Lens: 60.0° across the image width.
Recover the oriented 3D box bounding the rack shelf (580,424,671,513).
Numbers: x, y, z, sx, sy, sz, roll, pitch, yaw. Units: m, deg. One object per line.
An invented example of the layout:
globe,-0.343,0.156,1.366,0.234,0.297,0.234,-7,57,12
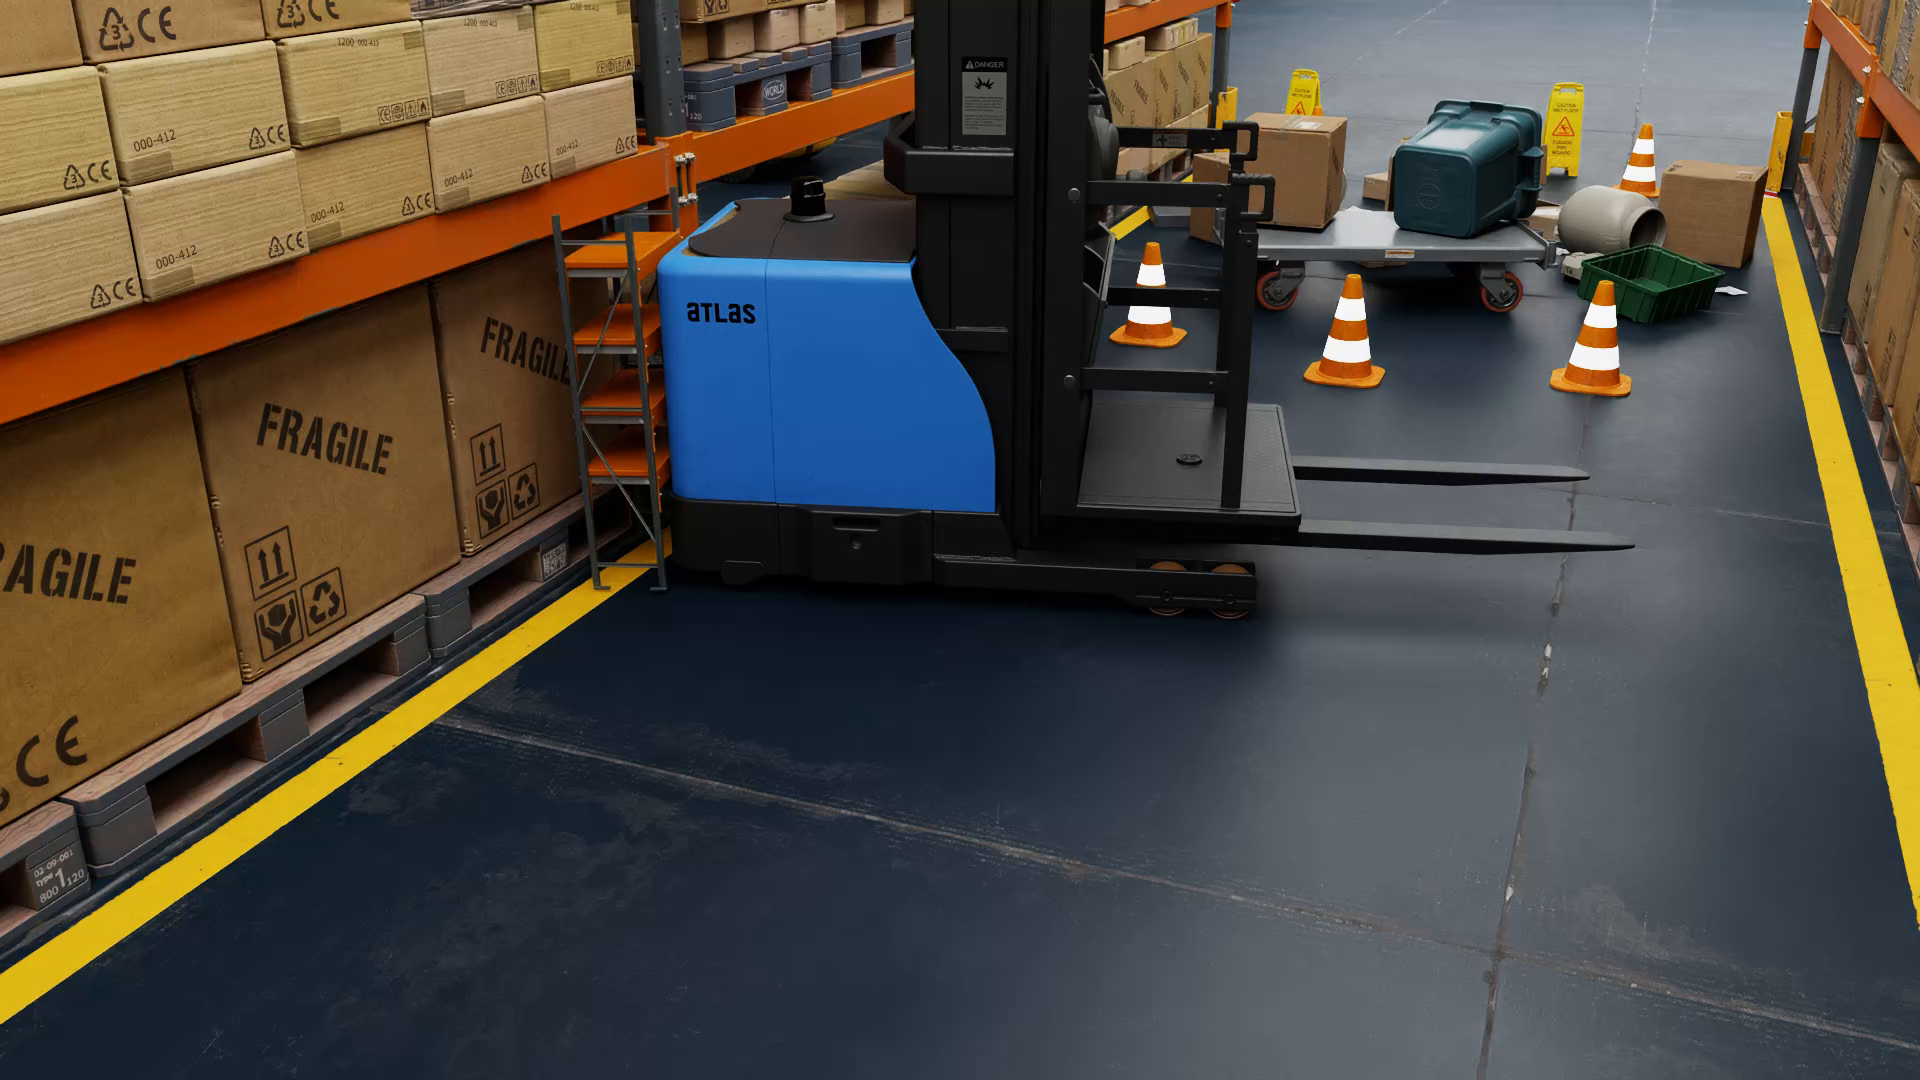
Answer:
rack shelf,-1.038,-0.242,5.442,0.258,0.148,0.480,1,22,7

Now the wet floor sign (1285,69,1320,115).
wet floor sign,2.630,-3.278,12.761,0.267,0.644,0.232,19,29,38

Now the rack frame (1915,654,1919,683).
rack frame,3.228,-0.914,4.047,1.000,3.000,0.127,9,24,20

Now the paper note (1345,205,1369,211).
paper note,2.608,-2.169,10.917,0.148,0.019,0.142,19,29,38

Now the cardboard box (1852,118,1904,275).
cardboard box,5.012,-1.774,8.317,0.875,0.875,0.875,9,24,21

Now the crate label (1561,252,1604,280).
crate label,3.474,-1.493,9.148,0.298,0.136,0.250,-7,24,-17

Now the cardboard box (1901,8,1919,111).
cardboard box,3.893,-1.883,6.236,0.500,0.500,0.500,9,24,20

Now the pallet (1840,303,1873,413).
pallet,4.497,-0.772,7.325,1.003,0.211,1.213,9,24,20

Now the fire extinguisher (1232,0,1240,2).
fire extinguisher,2.036,-4.389,12.466,0.296,0.674,0.183,9,24,20

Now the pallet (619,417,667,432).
pallet,-1.114,-0.580,6.864,1.003,0.211,1.213,9,24,20

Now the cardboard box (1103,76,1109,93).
cardboard box,0.550,-2.462,9.801,0.500,0.500,0.500,10,25,23

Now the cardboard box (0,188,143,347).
cardboard box,-2.087,-0.572,3.423,0.500,0.250,0.500,9,24,20

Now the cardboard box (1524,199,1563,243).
cardboard box,3.642,-1.963,10.105,0.396,0.266,0.258,13,26,29

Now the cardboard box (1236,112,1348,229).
cardboard box,1.744,-1.970,8.835,0.500,0.500,0.500,9,24,20

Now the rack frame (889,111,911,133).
rack frame,0.080,-3.018,9.084,1.000,3.000,0.127,9,24,20

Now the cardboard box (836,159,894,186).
cardboard box,-0.112,-1.811,9.059,0.950,0.372,0.625,9,24,21

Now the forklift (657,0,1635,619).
forklift,0.619,-1.324,5.117,3.031,2.935,1.130,3,23,6

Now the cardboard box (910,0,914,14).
cardboard box,-0.247,-2.509,7.647,0.380,0.149,0.250,9,24,20

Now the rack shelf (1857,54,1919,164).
rack shelf,3.971,-1.298,5.899,1.077,0.370,4.000,9,24,20

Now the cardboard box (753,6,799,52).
cardboard box,-0.832,-1.942,6.289,0.380,0.149,0.250,7,24,17

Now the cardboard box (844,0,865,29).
cardboard box,-0.625,-2.242,7.006,0.380,0.149,0.250,10,25,22

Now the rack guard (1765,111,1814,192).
rack guard,6.208,-2.632,11.403,1.175,0.500,0.348,9,24,20

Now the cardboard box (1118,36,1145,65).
cardboard box,0.939,-3.078,10.436,0.380,0.149,0.250,10,25,23

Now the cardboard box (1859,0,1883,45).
cardboard box,5.023,-2.749,8.244,0.875,0.550,0.550,9,24,20

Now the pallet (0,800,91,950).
pallet,-2.675,0.844,3.455,1.003,0.211,1.213,9,24,20

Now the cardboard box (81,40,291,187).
cardboard box,-1.901,-0.983,3.757,0.500,0.250,0.500,8,24,18

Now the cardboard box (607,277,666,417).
cardboard box,-1.187,-0.769,6.563,0.950,0.372,0.625,7,24,16

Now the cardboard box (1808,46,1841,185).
cardboard box,6.009,-2.738,10.626,0.875,0.875,0.875,9,24,20

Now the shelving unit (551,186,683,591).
shelving unit,-1.044,-0.490,5.345,0.258,1.200,0.503,1,22,7

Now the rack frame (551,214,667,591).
rack frame,-1.072,-0.401,5.120,0.240,1.200,0.015,1,22,7

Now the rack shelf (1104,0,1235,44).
rack shelf,0.823,-3.402,10.936,1.077,0.370,4.000,9,24,20

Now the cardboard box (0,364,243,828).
cardboard box,-2.407,0.074,3.894,0.875,0.875,0.875,10,24,22

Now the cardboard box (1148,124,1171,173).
cardboard box,1.126,-2.675,11.284,0.500,0.250,0.500,8,24,18

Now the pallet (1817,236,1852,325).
pallet,5.069,-1.320,8.636,1.003,0.211,1.213,9,24,20

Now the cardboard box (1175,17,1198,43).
cardboard box,1.436,-3.555,11.577,0.380,0.149,0.250,10,24,22

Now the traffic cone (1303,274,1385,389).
traffic cone,1.740,-0.957,7.440,0.336,0.463,0.334,9,24,20

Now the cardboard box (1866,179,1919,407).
cardboard box,4.205,-0.922,6.439,1.050,0.750,0.750,9,24,20

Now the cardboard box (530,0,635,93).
cardboard box,-1.350,-1.539,5.088,0.500,0.250,0.500,9,24,20

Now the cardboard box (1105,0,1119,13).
cardboard box,0.735,-3.250,9.965,0.380,0.149,0.250,10,25,22

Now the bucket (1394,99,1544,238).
bucket,2.623,-1.915,8.719,0.726,0.611,0.620,19,39,38

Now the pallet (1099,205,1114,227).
pallet,0.297,-1.977,10.209,1.003,0.211,1.213,9,24,20

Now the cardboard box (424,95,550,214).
cardboard box,-1.528,-1.114,4.721,0.500,0.250,0.500,9,24,21

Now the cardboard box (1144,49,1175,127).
cardboard box,1.126,-3.030,11.161,0.500,0.500,0.500,8,24,19

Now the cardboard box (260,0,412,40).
cardboard box,-1.728,-1.510,4.047,0.500,0.500,0.500,9,24,20
